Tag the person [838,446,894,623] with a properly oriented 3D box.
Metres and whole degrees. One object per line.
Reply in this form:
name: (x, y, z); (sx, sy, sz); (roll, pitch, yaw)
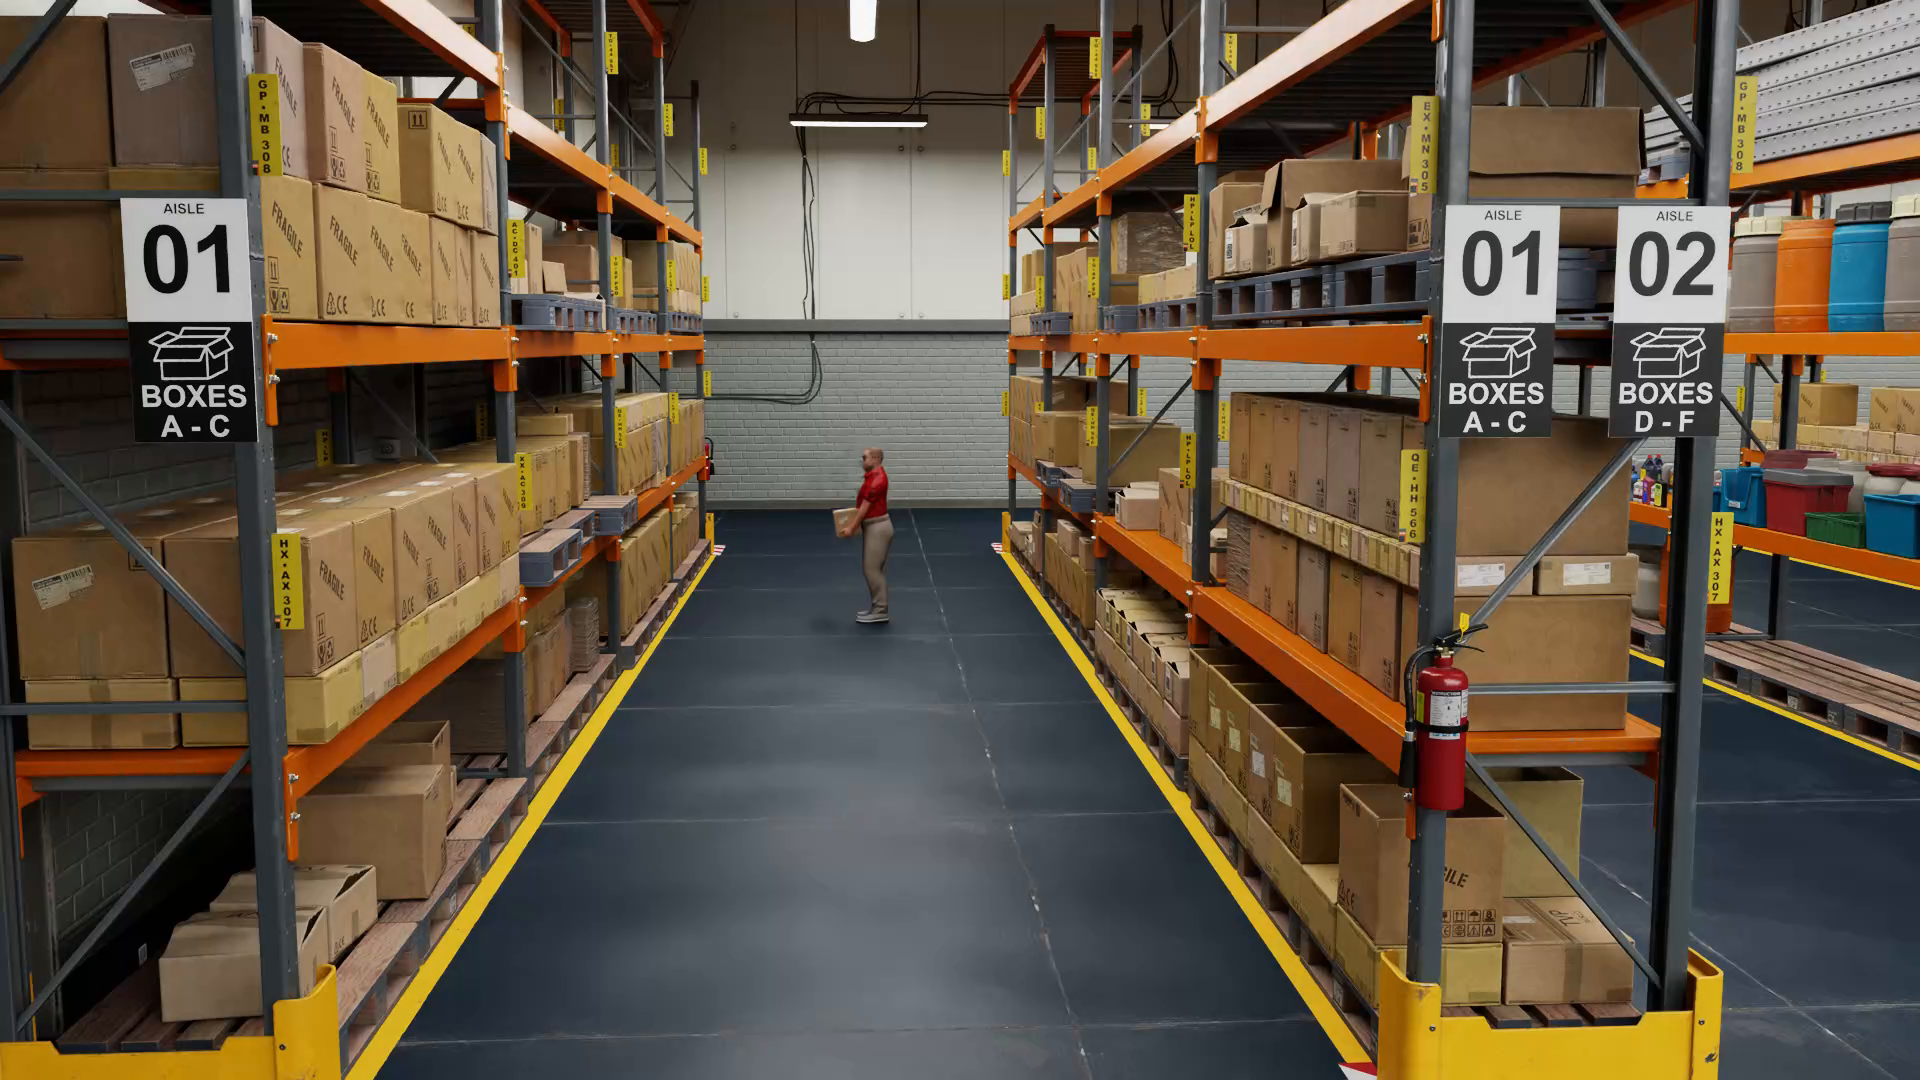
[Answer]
person: (-0.922, -0.058, 16.342); (0.549, 1.726, 0.490); (-1, 7, -5)
